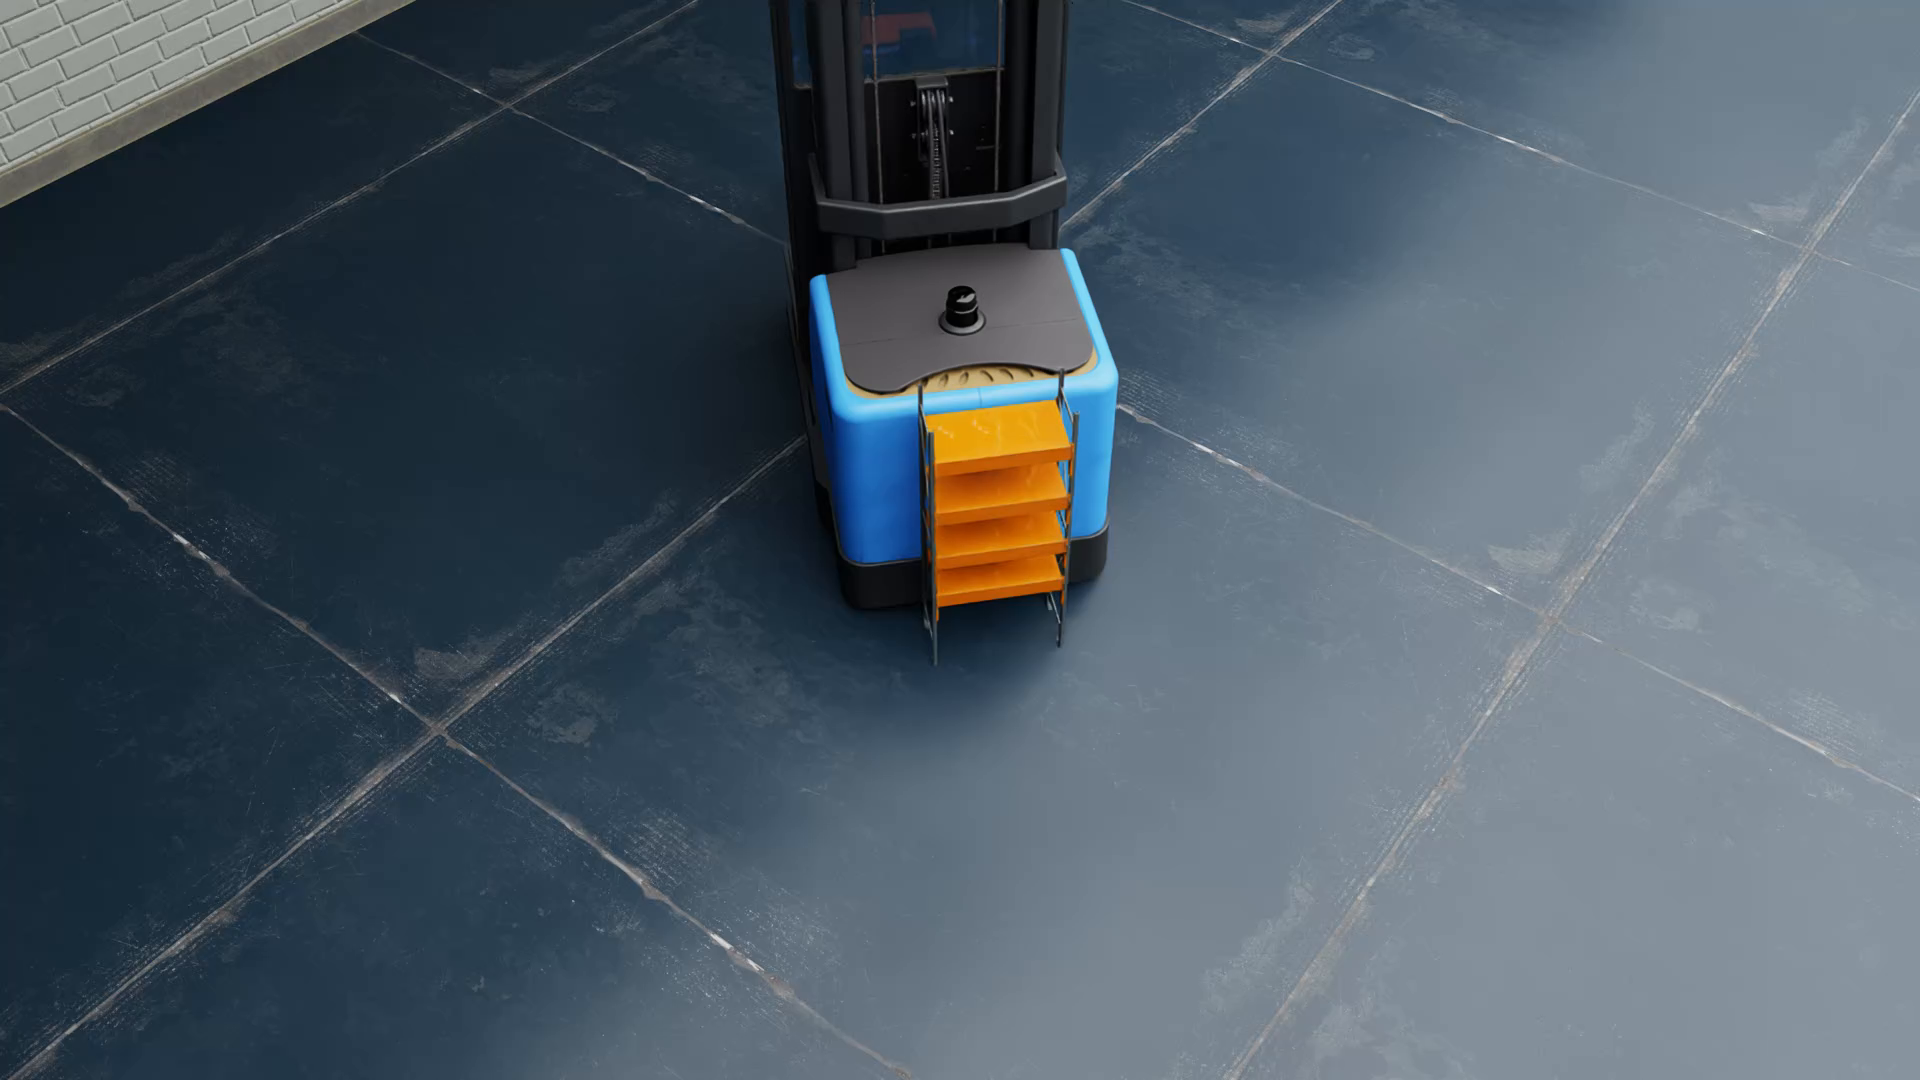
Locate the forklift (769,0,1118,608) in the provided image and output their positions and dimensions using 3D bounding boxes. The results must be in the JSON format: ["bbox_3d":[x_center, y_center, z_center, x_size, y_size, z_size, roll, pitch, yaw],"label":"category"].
[{"bbox_3d":[-0.186,-1.831,6.472,1.130,2.935,3.031,-7,47,-7],"label":"forklift"}]

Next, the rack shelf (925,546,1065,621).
[{"bbox_3d":[0.126,0.129,6.165,0.480,0.148,0.258,-8,47,-7],"label":"rack shelf"}]

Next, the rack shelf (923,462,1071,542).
[{"bbox_3d":[0.126,-0.163,5.859,0.480,0.148,0.258,-8,47,-7],"label":"rack shelf"}]

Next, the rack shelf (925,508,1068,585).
[{"bbox_3d":[0.126,-0.008,6.021,0.480,0.148,0.258,-8,47,-7],"label":"rack shelf"}]

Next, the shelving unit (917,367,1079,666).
[{"bbox_3d":[0.126,-0.055,5.973,0.503,1.200,0.258,-8,47,-7],"label":"shelving unit"}]

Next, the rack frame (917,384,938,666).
[{"bbox_3d":[-0.114,-0.023,5.942,0.015,1.200,0.240,-8,47,-7],"label":"rack frame"}]

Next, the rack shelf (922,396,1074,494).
[{"bbox_3d":[0.126,-0.326,5.688,0.480,0.148,0.258,-8,47,-7],"label":"rack shelf"}]

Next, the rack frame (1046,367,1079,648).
[{"bbox_3d":[0.366,-0.087,6.003,0.015,1.200,0.240,-8,47,-7],"label":"rack frame"}]
